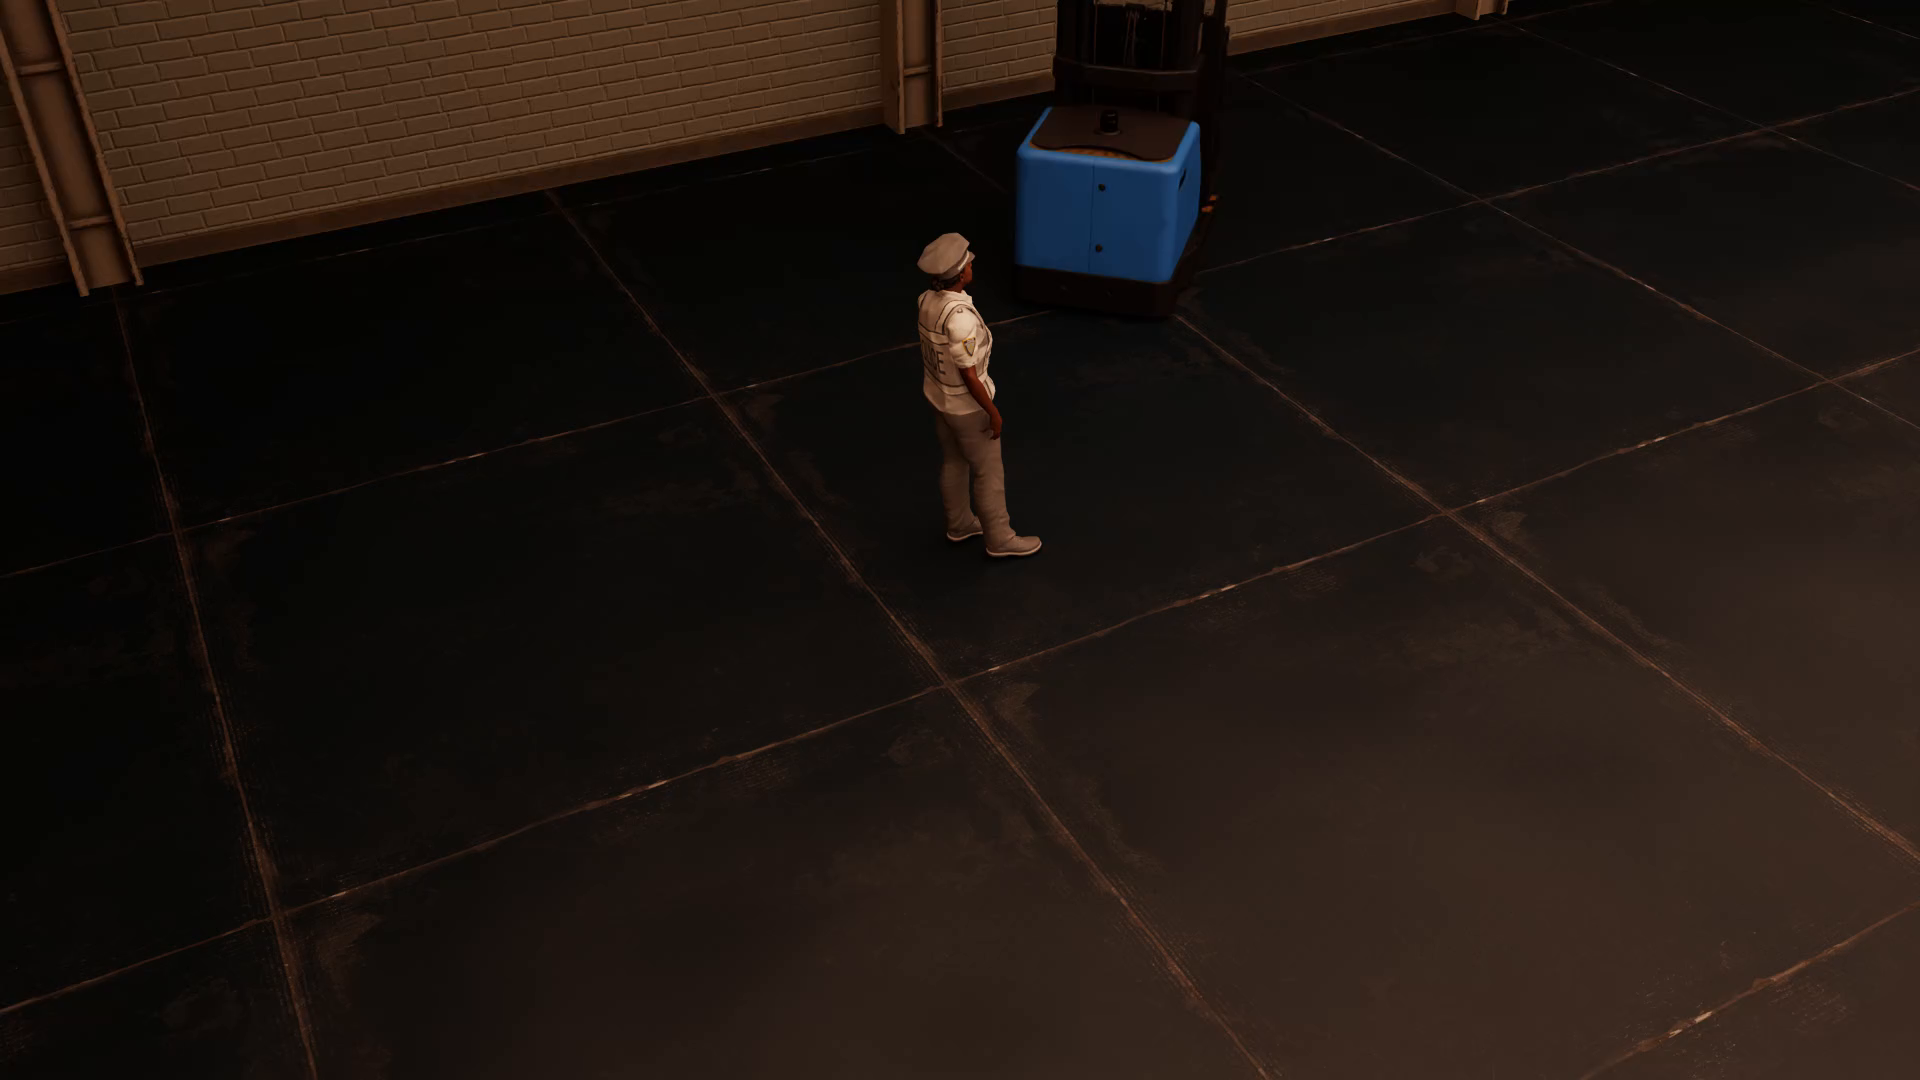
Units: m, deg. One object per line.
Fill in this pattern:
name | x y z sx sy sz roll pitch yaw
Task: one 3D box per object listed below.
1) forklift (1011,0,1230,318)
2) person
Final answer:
forklift | 1.241 -3.453 11.009 1.130 2.935 3.031 10 36 13
person | 0.075 -0.708 8.183 0.530 1.695 0.570 -17 39 -23
